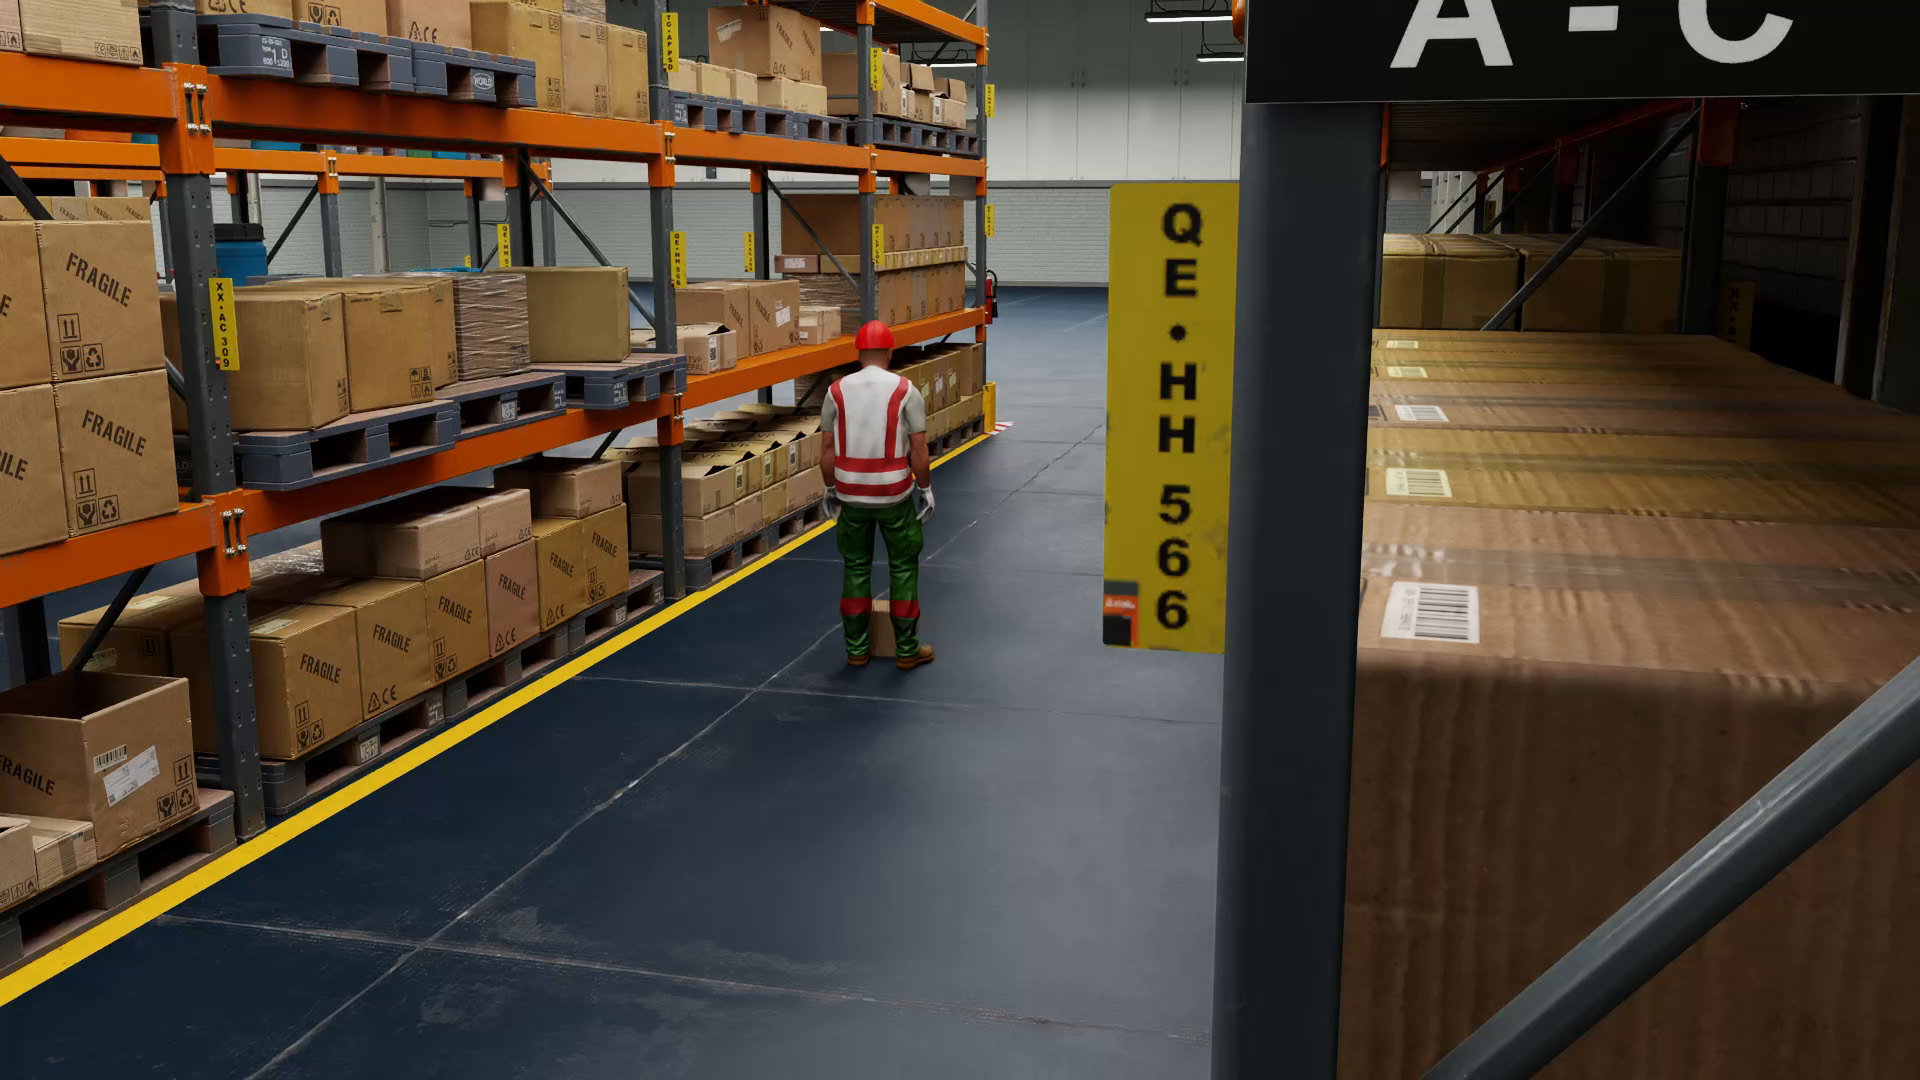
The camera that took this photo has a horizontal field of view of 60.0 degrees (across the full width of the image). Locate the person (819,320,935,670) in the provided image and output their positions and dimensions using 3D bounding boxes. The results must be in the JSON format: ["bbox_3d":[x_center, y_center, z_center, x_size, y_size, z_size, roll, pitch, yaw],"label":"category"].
[{"bbox_3d":[-0.424,-0.229,8.550,0.592,1.778,0.447,2,12,12],"label":"person"}]
